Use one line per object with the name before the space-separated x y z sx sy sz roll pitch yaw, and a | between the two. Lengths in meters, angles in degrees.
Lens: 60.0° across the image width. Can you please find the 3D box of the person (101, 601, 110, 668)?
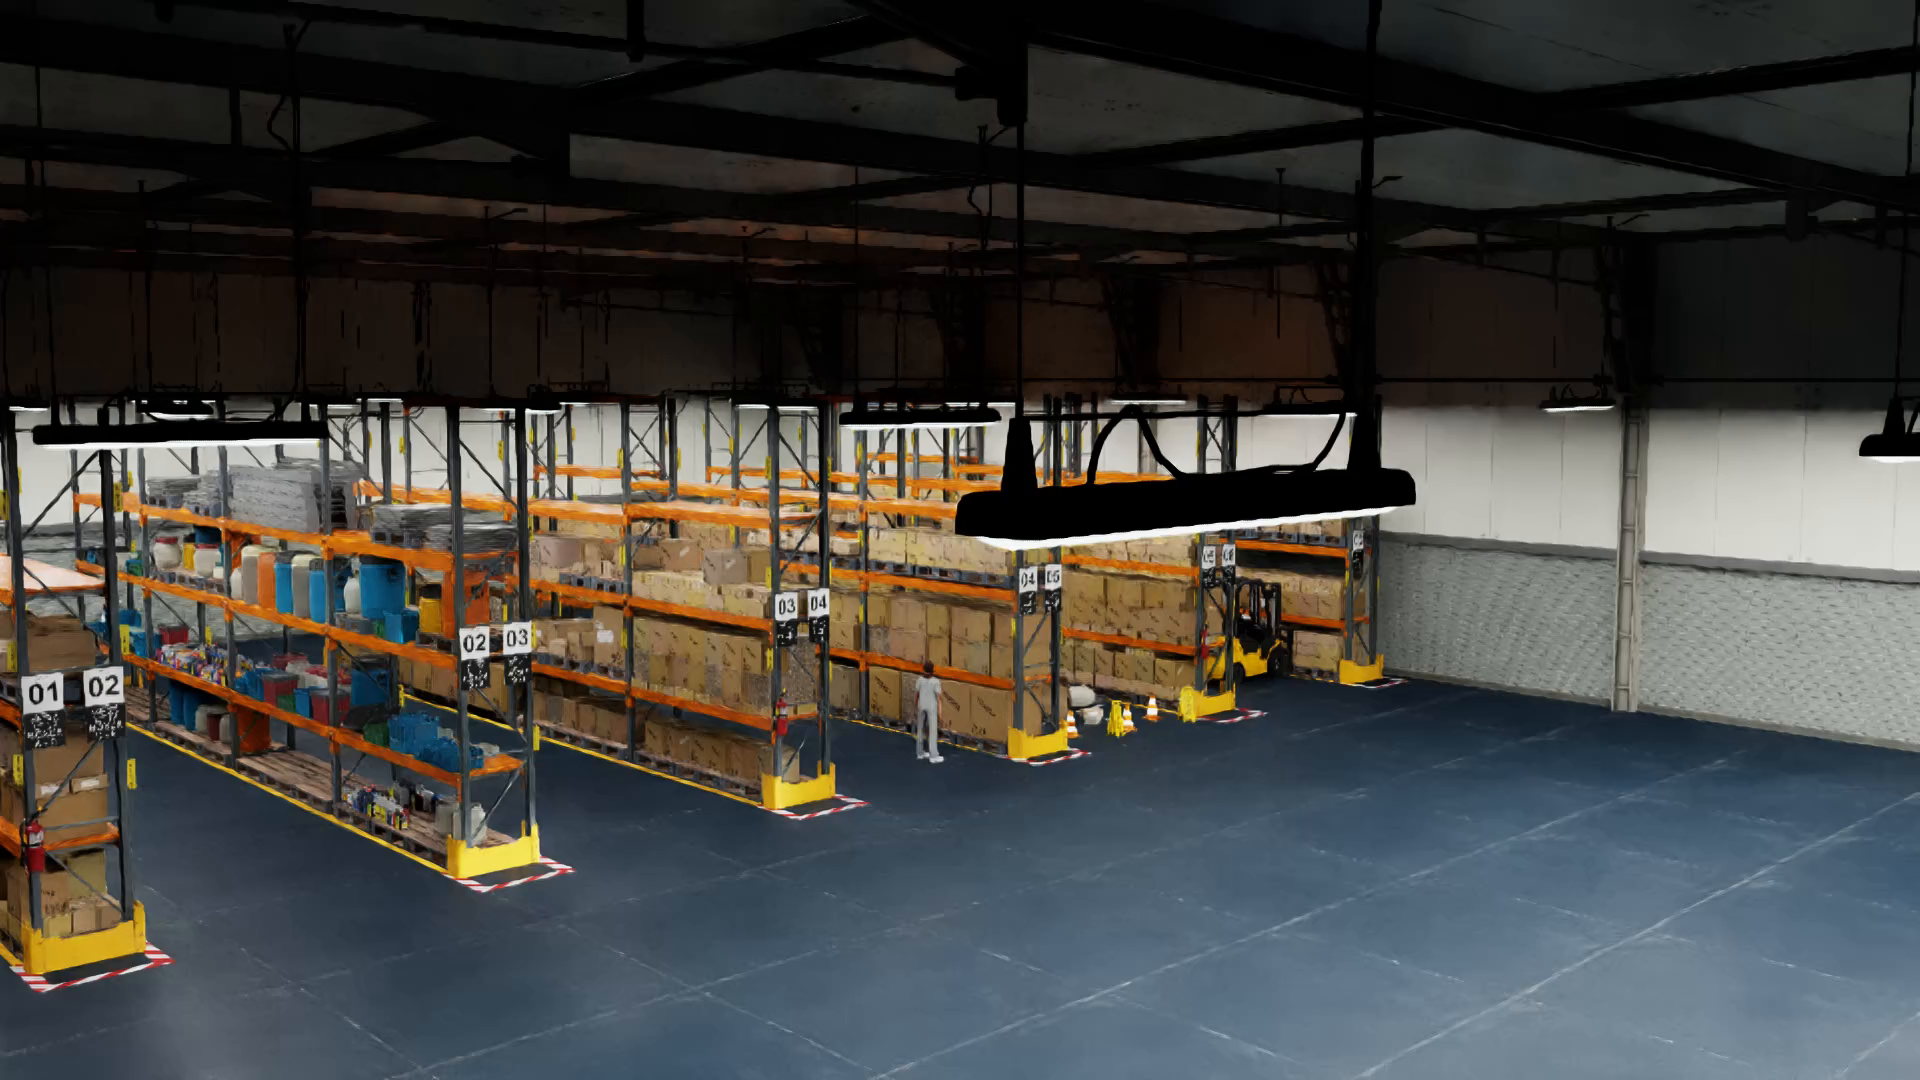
person | -17.563 2.129 34.235 0.519 1.770 0.759 -2 6 -16

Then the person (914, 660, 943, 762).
person | -0.518 2.820 27.572 0.496 1.677 0.432 2 6 16
